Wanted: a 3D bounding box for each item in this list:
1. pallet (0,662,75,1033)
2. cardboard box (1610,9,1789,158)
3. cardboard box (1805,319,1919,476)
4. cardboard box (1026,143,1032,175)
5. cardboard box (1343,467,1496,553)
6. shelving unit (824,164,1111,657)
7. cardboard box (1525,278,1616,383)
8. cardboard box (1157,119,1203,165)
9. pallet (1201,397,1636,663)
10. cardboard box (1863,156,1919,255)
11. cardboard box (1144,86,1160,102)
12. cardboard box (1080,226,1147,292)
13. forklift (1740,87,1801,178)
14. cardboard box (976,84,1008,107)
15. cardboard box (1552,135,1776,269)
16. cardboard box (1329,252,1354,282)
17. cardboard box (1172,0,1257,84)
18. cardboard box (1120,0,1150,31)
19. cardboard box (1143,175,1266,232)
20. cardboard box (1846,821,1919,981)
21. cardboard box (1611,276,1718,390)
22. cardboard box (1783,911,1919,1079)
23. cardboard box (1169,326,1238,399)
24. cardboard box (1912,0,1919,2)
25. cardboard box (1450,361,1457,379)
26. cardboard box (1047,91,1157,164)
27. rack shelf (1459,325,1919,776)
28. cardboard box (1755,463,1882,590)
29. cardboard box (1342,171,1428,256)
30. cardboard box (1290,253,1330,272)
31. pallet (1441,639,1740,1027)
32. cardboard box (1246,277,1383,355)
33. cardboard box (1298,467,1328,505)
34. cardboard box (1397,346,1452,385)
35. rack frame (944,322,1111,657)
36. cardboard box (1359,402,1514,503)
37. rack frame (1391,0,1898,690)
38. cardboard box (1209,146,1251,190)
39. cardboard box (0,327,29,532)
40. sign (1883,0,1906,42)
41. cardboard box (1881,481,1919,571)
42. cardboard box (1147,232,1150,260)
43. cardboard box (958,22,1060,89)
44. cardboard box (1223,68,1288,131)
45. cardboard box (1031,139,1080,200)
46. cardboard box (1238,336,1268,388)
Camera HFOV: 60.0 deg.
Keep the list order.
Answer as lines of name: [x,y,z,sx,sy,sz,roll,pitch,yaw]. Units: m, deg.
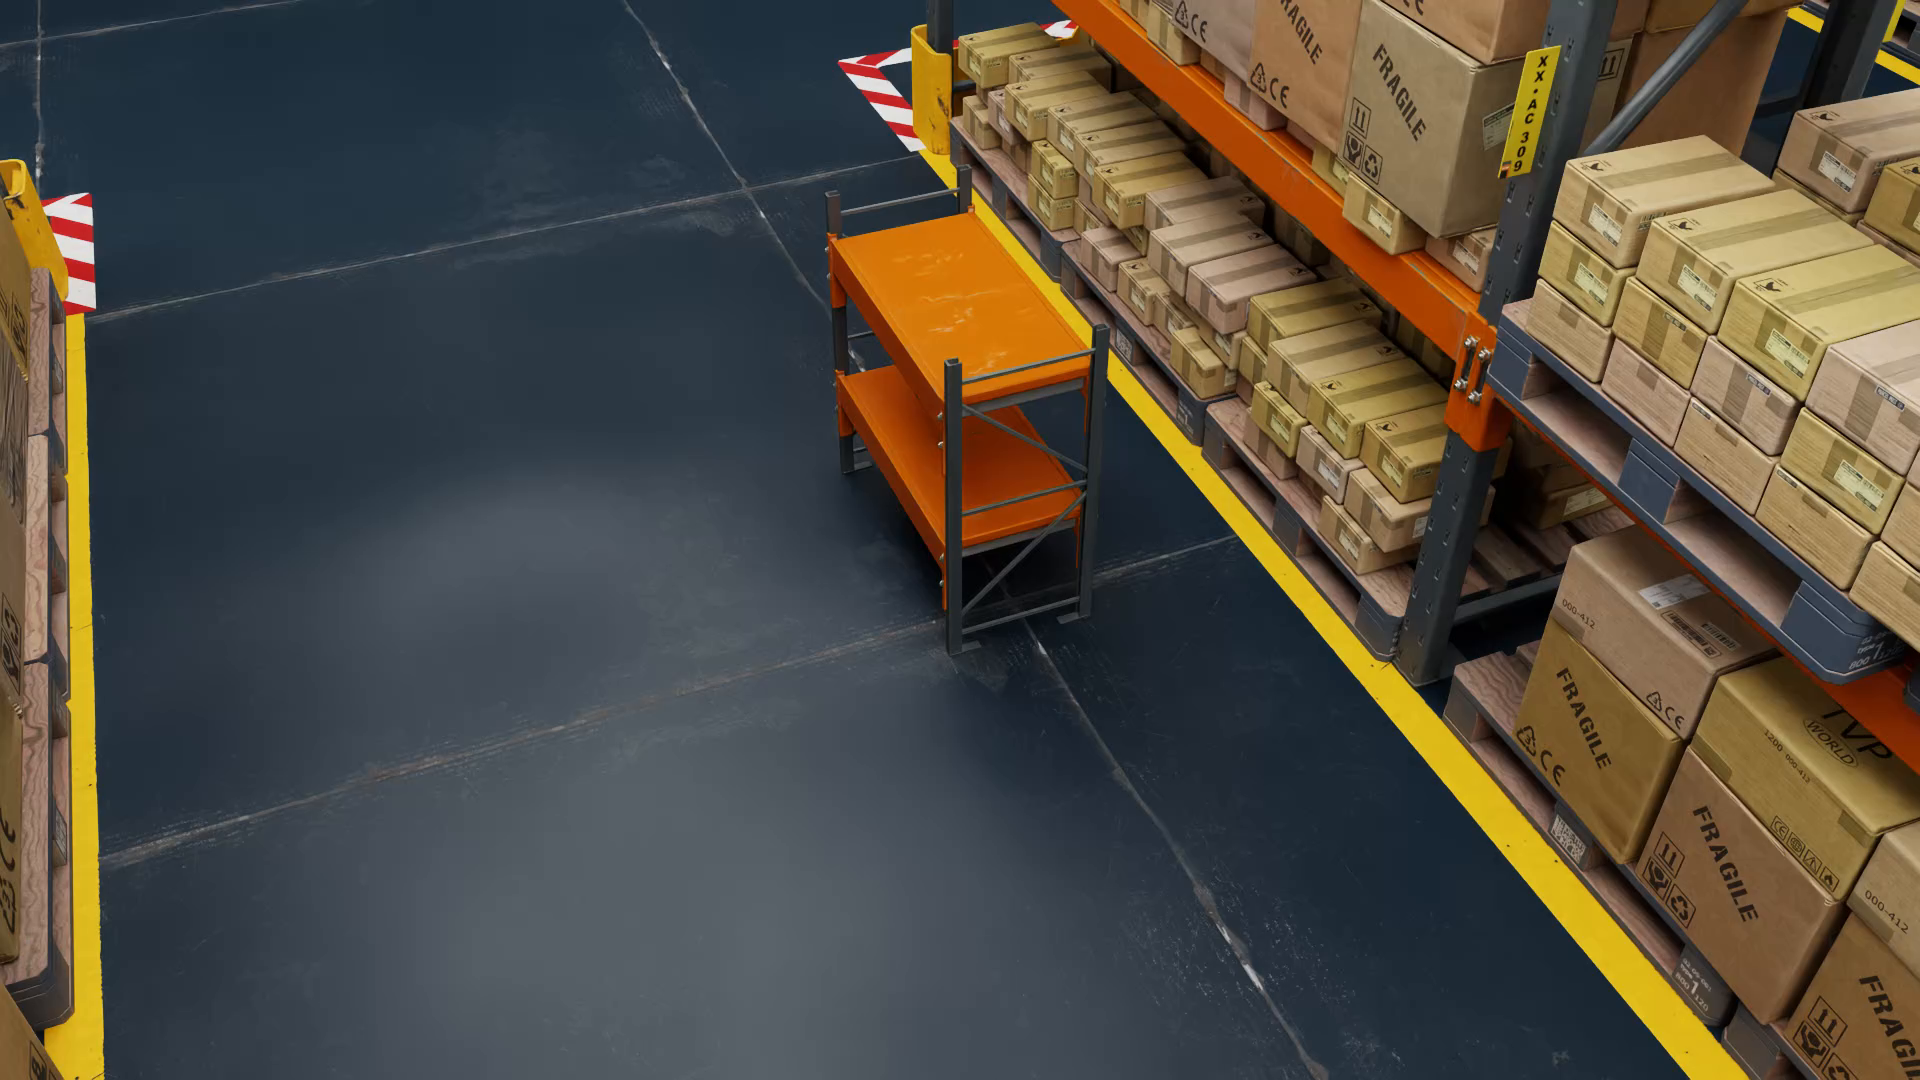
pallet: [-2.981,0.927,4.511,1.003,0.211,1.213,-15,43,-17]
cardboard box: [1.902,-1.341,4.705,0.500,0.500,0.500,-16,43,-18]
cardboard box: [1.886,-0.295,3.206,0.380,0.149,0.250,-16,43,-17]
cardboard box: [0.510,-1.637,7.217,0.380,0.149,0.250,-15,43,-16]
cardboard box: [1.445,-0.131,5.238,0.380,0.149,0.250,-14,43,-16]
shelving unit: [-0.003,-0.431,5.388,0.538,1.125,1.048,-15,43,-17]
cardboard box: [1.585,-0.541,3.950,0.380,0.149,0.250,-17,44,-19]
cardboard box: [1.002,-1.683,7.043,0.380,0.149,0.250,-16,43,-17]
pallet: [1.569,-0.168,5.783,1.003,0.211,1.213,-15,43,-17]
cardboard box: [2.296,-0.764,3.752,0.380,0.149,0.250,-16,43,-18]
cardboard box: [1.025,-1.997,7.180,0.380,0.149,0.250,-16,43,-18]
cardboard box: [0.707,-1.154,6.656,0.380,0.149,0.250,-17,44,-19]
forklift: [3.015,-2.550,6.467,3.031,2.935,1.130,-16,43,-18]
cardboard box: [0.292,-2.051,7.470,0.380,0.149,0.250,-13,42,-15]
cardboard box: [1.585,-0.767,3.756,0.380,0.149,0.250,-13,42,-15]
cardboard box: [1.583,-1.038,6.065,0.380,0.149,0.250,-14,43,-16]
cardboard box: [1.026,-1.814,5.254,0.500,0.500,0.500,-15,43,-17]
cardboard box: [0.793,-1.940,5.898,0.380,0.149,0.250,-14,43,-15]
cardboard box: [0.921,-1.227,6.285,0.380,0.149,0.250,-15,43,-17]
cardboard box: [2.295,0.814,3.522,0.500,0.250,0.500,-14,43,-15]
cardboard box: [1.686,-0.499,3.672,0.380,0.149,0.250,-16,43,-18]
cardboard box: [2.313,1.101,3.764,0.500,0.500,0.500,-14,43,-16]
cardboard box: [0.998,-0.683,6.108,0.380,0.149,0.250,-15,43,-17]
cardboard box: [5.208,-3.350,8.988,0.875,0.438,0.875,-17,43,-18]
cardboard box: [1.868,-0.573,5.524,0.380,0.149,0.250,-13,42,-15]
cardboard box: [0.581,-1.694,6.828,0.380,0.149,0.250,-17,44,-19]
rack shelf: [2.624,0.648,3.248,1.077,0.370,4.000,-15,43,-17]
cardboard box: [1.883,-0.073,3.405,0.380,0.149,0.250,-15,43,-16]
cardboard box: [1.334,-0.976,4.777,0.380,0.149,0.250,-16,43,-18]
cardboard box: [1.487,-1.089,6.352,0.380,0.149,0.250,-15,43,-17]
pallet: [2.158,0.696,4.778,1.003,0.211,1.213,-15,43,-17]
cardboard box: [1.219,-0.751,5.731,0.380,0.149,0.250,-14,43,-15]
cardboard box: [1.372,-0.236,5.589,0.380,0.149,0.250,-14,43,-16]
cardboard box: [1.710,-0.587,5.768,0.380,0.149,0.250,-15,43,-17]
rack frame: [0.192,-0.124,5.032,0.500,1.125,0.032,-15,43,-17]
cardboard box: [1.482,-0.283,5.186,0.380,0.149,0.250,-14,43,-16]
rack frame: [1.859,-0.830,4.414,1.000,3.000,0.127,-15,43,-17]
cardboard box: [1.218,-1.491,6.592,0.380,0.149,0.250,-16,43,-18]
cardboard box: [-3.626,-0.502,5.341,0.875,0.875,0.875,-15,43,-17]
sign: [2.370,-1.409,4.200,0.100,0.325,0.005,-15,43,-17]
cardboard box: [1.990,-0.025,3.121,0.380,0.149,0.250,-13,42,-15]
cardboard box: [0.943,-1.110,6.377,0.380,0.149,0.250,-13,42,-15]
cardboard box: [0.215,-2.143,7.349,0.380,0.149,0.250,-17,44,-19]
cardboard box: [1.080,-1.469,5.351,0.380,0.149,0.250,-17,43,-19]
cardboard box: [0.518,-1.564,6.905,0.380,0.149,0.250,-14,43,-16]
cardboard box: [1.205,-0.623,5.811,0.380,0.149,0.250,-15,43,-16]
